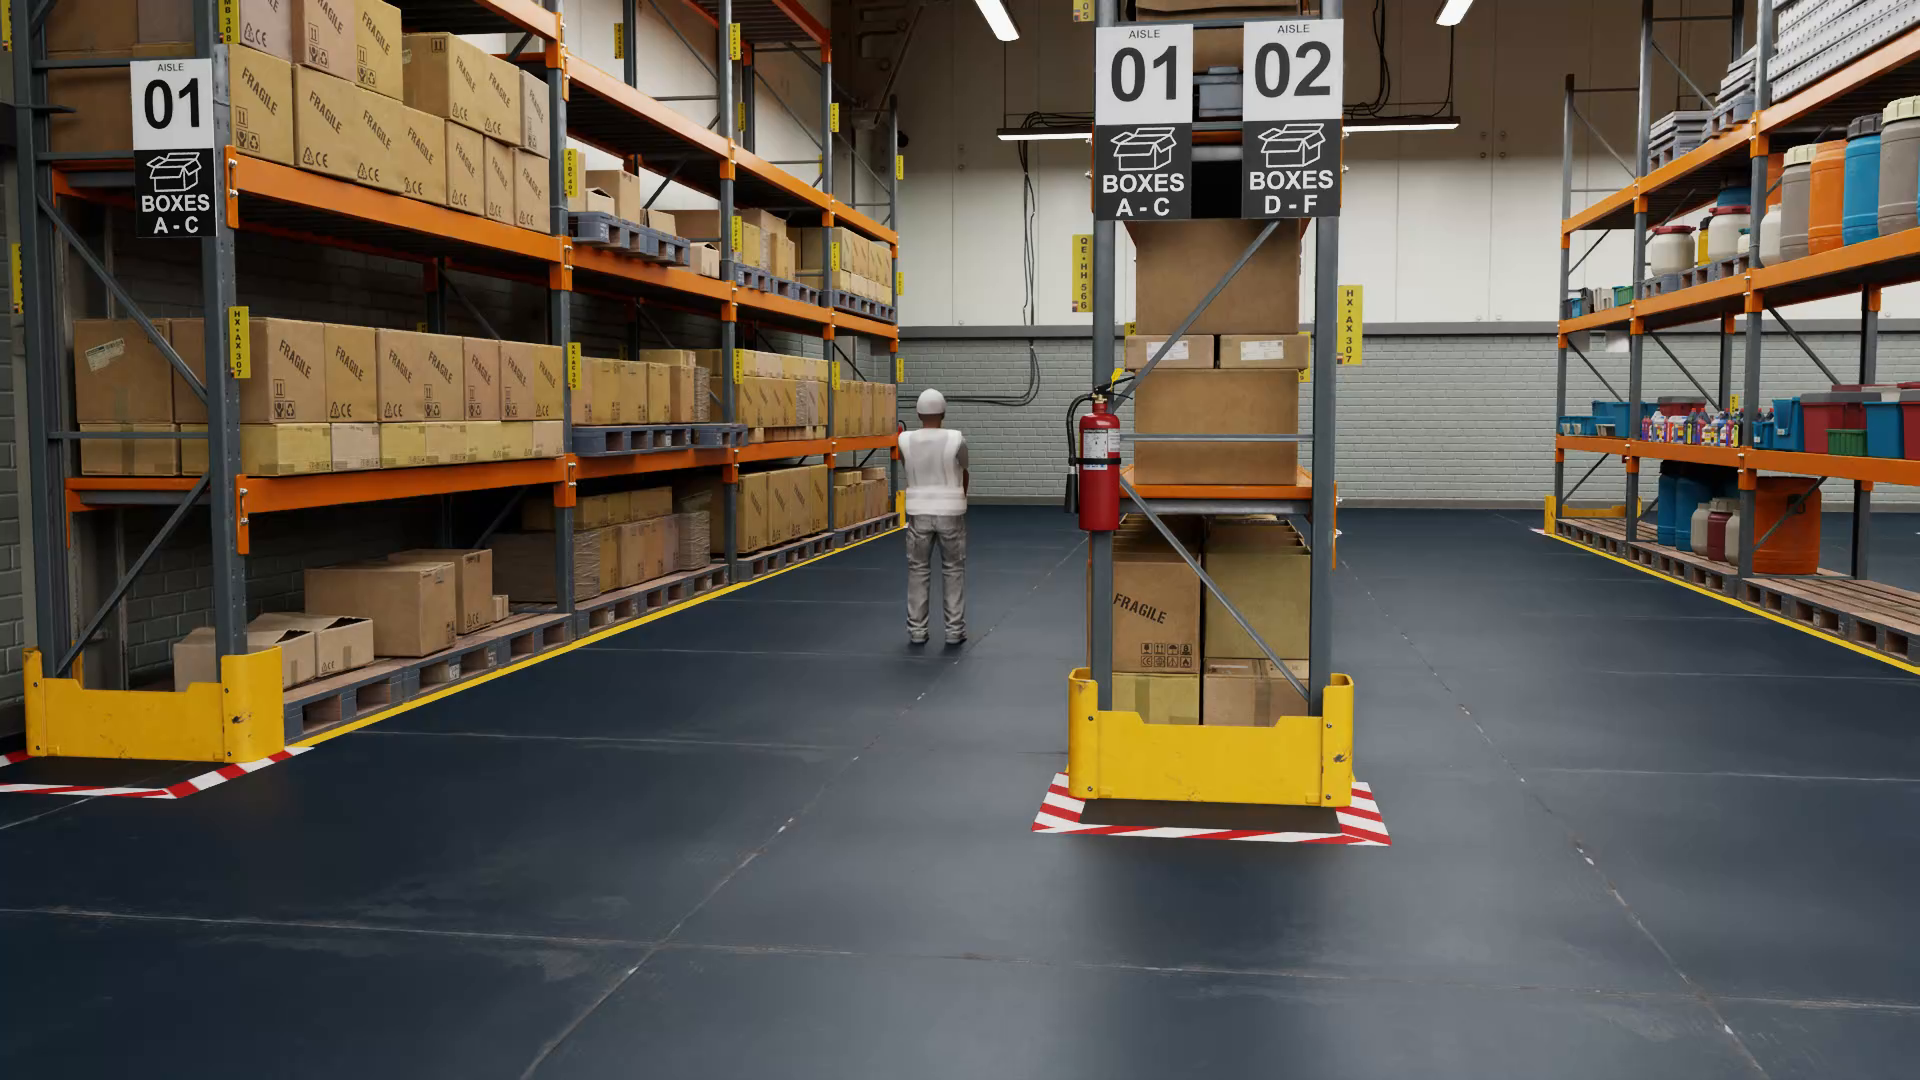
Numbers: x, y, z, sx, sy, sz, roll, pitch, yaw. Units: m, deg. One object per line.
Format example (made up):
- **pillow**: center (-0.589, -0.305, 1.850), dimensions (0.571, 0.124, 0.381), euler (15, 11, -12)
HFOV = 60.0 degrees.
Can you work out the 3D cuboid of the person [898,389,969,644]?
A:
- **person**: center (-0.166, -0.174, 11.748), dimensions (0.487, 1.779, 0.584), euler (1, 4, 9)
